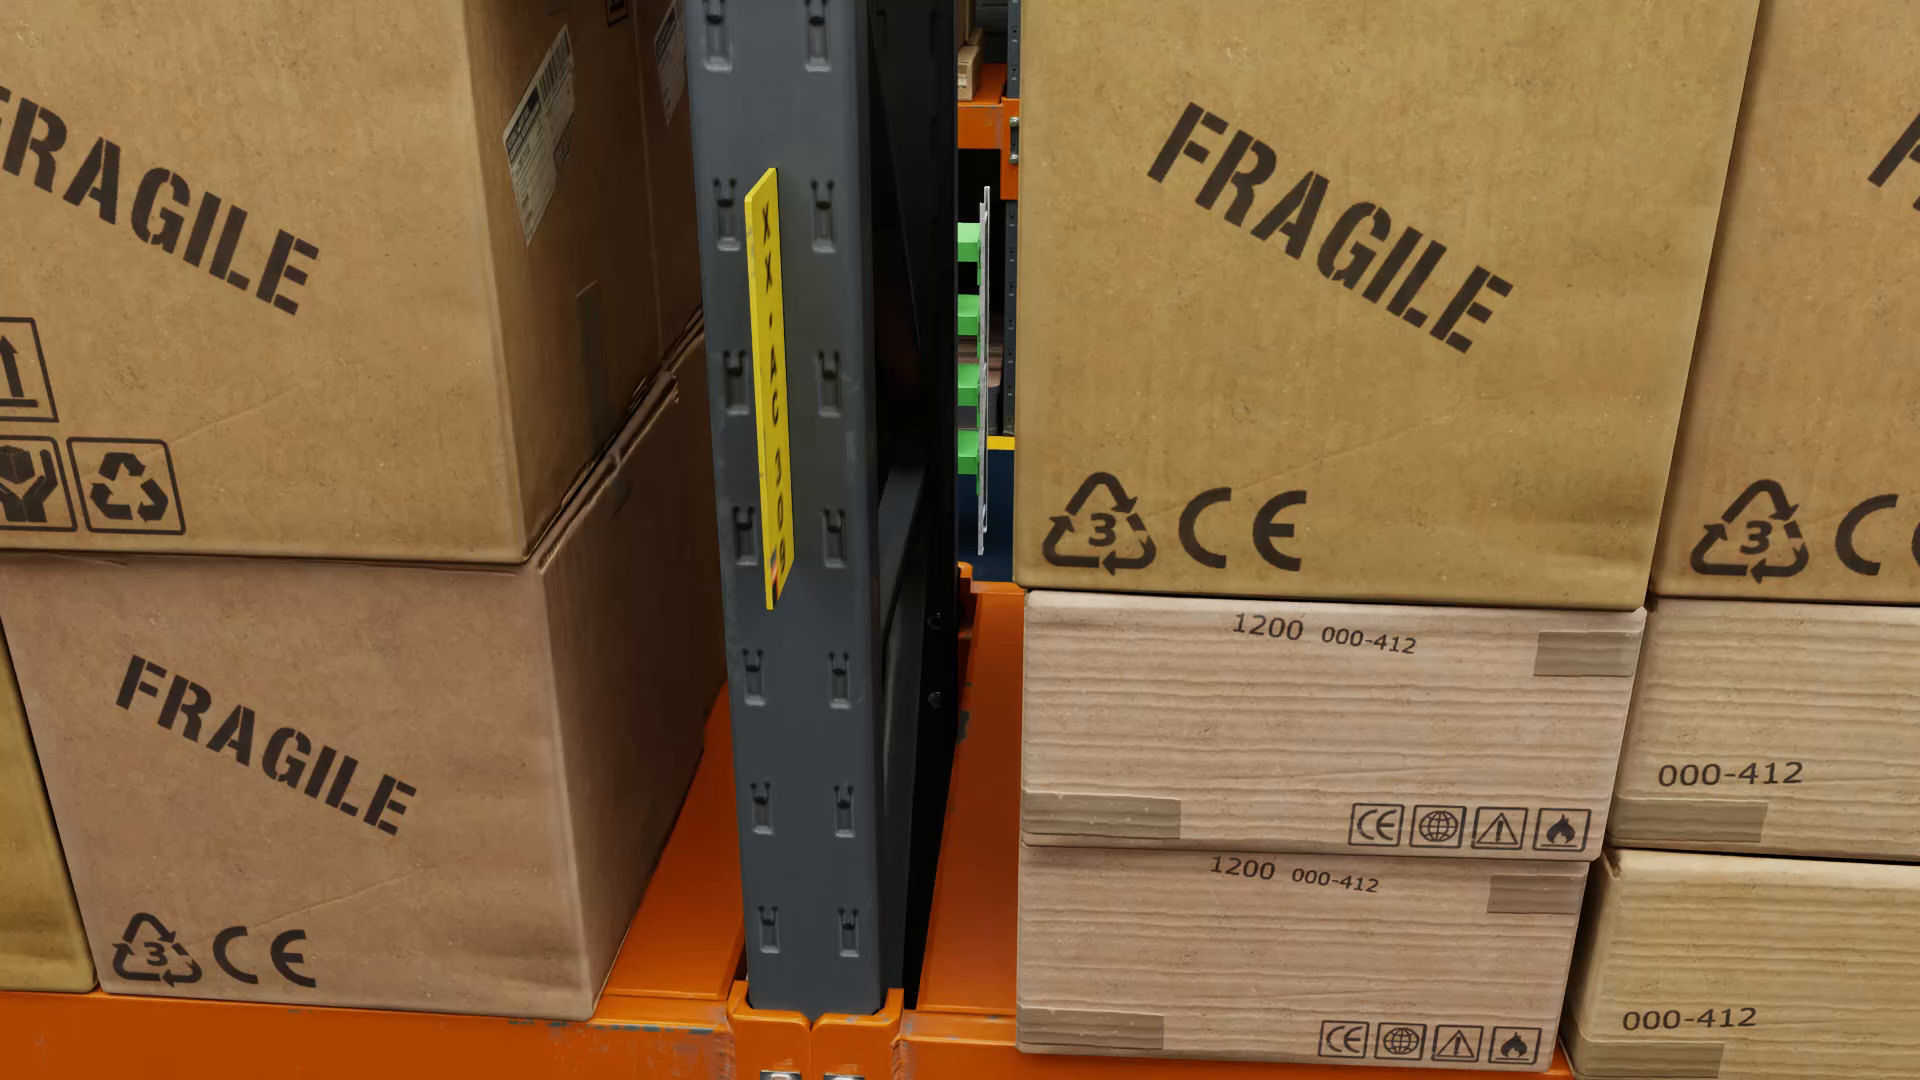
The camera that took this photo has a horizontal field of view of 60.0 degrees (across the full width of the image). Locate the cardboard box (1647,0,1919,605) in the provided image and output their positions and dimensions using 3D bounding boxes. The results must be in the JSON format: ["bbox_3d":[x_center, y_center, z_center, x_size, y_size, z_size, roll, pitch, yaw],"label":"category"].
[{"bbox_3d":[0.823,-0.275,1.444,0.500,0.500,0.500,2,25,4],"label":"cardboard box"}]

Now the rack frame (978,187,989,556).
[{"bbox_3d":[0.078,-0.543,5.494,0.015,1.200,0.240,2,25,4],"label":"rack frame"}]

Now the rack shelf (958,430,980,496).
[{"bbox_3d":[-0.165,-0.274,5.638,0.480,0.148,0.258,2,25,4],"label":"rack shelf"}]

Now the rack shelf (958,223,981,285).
[{"bbox_3d":[-0.165,-0.928,5.337,0.480,0.148,0.258,2,25,4],"label":"rack shelf"}]

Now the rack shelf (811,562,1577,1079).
[{"bbox_3d":[1.891,0.477,1.986,4.000,0.370,1.077,2,25,4],"label":"rack shelf"}]

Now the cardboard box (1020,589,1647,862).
[{"bbox_3d":[0.314,0.059,1.616,0.500,0.250,0.500,1,25,2],"label":"cardboard box"}]

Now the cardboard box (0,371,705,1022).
[{"bbox_3d":[-0.585,0.132,1.755,0.500,0.500,0.500,2,25,4],"label":"cardboard box"}]

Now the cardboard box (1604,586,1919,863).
[{"bbox_3d":[0.836,0.064,1.605,0.500,0.250,0.500,2,25,5],"label":"cardboard box"}]

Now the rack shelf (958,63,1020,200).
[{"bbox_3d":[-1.721,-1.720,6.760,4.000,0.370,1.077,2,25,4],"label":"rack shelf"}]

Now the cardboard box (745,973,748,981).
[{"bbox_3d":[-0.721,0.994,2.563,0.875,0.438,0.875,1,25,3],"label":"cardboard box"}]

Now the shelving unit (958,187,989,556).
[{"bbox_3d":[-0.165,-0.550,5.511,0.503,1.200,0.258,2,25,4],"label":"shelving unit"}]

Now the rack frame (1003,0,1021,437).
[{"bbox_3d":[0.273,-1.983,6.471,0.127,3.000,1.000,2,25,4],"label":"rack frame"}]

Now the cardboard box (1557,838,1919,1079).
[{"bbox_3d":[0.831,0.294,1.702,0.500,0.250,0.500,1,25,3],"label":"cardboard box"}]

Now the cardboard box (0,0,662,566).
[{"bbox_3d":[-0.595,-0.314,1.528,0.500,0.500,0.500,2,25,4],"label":"cardboard box"}]

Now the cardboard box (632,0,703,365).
[{"bbox_3d":[-0.560,-0.530,1.997,0.500,0.500,0.500,2,25,4],"label":"cardboard box"}]

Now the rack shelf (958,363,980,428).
[{"bbox_3d":[-0.165,-0.492,5.537,0.480,0.148,0.258,2,25,4],"label":"rack shelf"}]

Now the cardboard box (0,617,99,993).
[{"bbox_3d":[-1.099,0.118,1.785,0.500,0.500,0.500,1,25,3],"label":"cardboard box"}]

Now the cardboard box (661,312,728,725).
[{"bbox_3d":[-0.551,-0.084,2.224,0.500,0.500,0.500,3,25,6],"label":"cardboard box"}]

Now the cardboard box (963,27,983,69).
[{"bbox_3d":[-0.042,-1.994,6.795,0.250,0.149,0.380,2,25,4],"label":"cardboard box"}]

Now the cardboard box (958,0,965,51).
[{"bbox_3d":[-0.254,-1.965,6.255,0.500,0.250,0.500,2,25,5],"label":"cardboard box"}]

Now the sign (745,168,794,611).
[{"bbox_3d":[-0.144,-0.112,1.274,0.005,0.325,0.100,2,25,4],"label":"sign"}]

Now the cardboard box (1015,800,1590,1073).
[{"bbox_3d":[0.315,0.278,1.736,0.500,0.250,0.500,1,25,3],"label":"cardboard box"}]

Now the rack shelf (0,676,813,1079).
[{"bbox_3d":[-2.098,0.349,2.264,4.000,0.370,1.077,2,25,4],"label":"rack shelf"}]

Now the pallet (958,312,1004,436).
[{"bbox_3d":[-0.412,-0.738,7.103,1.213,0.211,1.003,2,25,4],"label":"pallet"}]

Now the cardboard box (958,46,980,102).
[{"bbox_3d":[-0.064,-1.774,6.317,0.250,0.149,0.380,2,25,5],"label":"cardboard box"}]

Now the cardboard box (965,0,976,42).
[{"bbox_3d":[-0.200,-2.178,6.719,0.500,0.250,0.500,2,25,3],"label":"cardboard box"}]

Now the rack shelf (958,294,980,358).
[{"bbox_3d":[-0.165,-0.710,5.437,0.480,0.148,0.258,2,25,4],"label":"rack shelf"}]

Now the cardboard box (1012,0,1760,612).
[{"bbox_3d":[0.313,-0.280,1.454,0.500,0.500,0.500,2,25,5],"label":"cardboard box"}]
